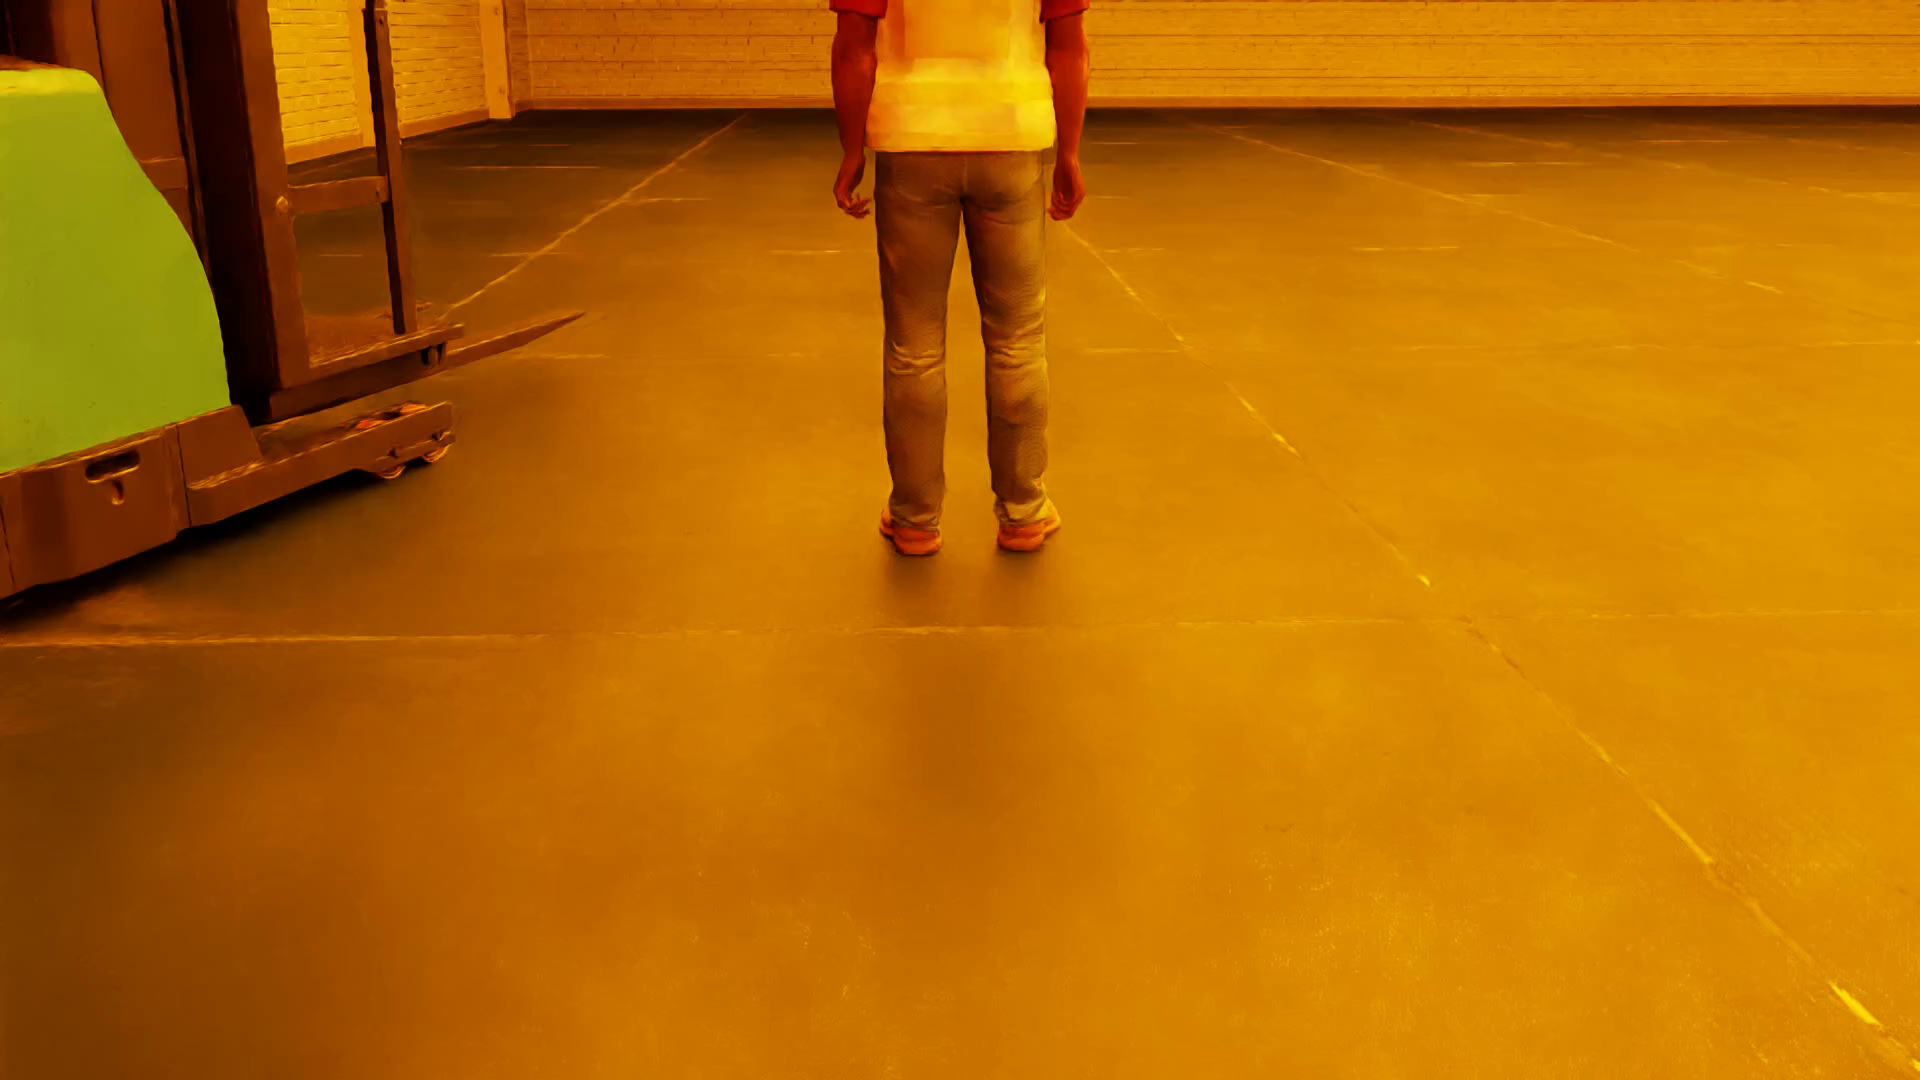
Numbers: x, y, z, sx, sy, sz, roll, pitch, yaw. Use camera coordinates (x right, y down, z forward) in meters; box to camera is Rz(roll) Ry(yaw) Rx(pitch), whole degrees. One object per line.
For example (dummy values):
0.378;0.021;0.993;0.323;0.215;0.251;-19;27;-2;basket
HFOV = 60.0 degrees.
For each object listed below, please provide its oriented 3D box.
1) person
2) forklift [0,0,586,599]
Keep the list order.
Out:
-0.002;-0.849;3.672;0.559;1.771;0.367;-1;17;-3;person
-2.055;-1.587;4.097;1.130;2.935;3.031;5;18;16;forklift
